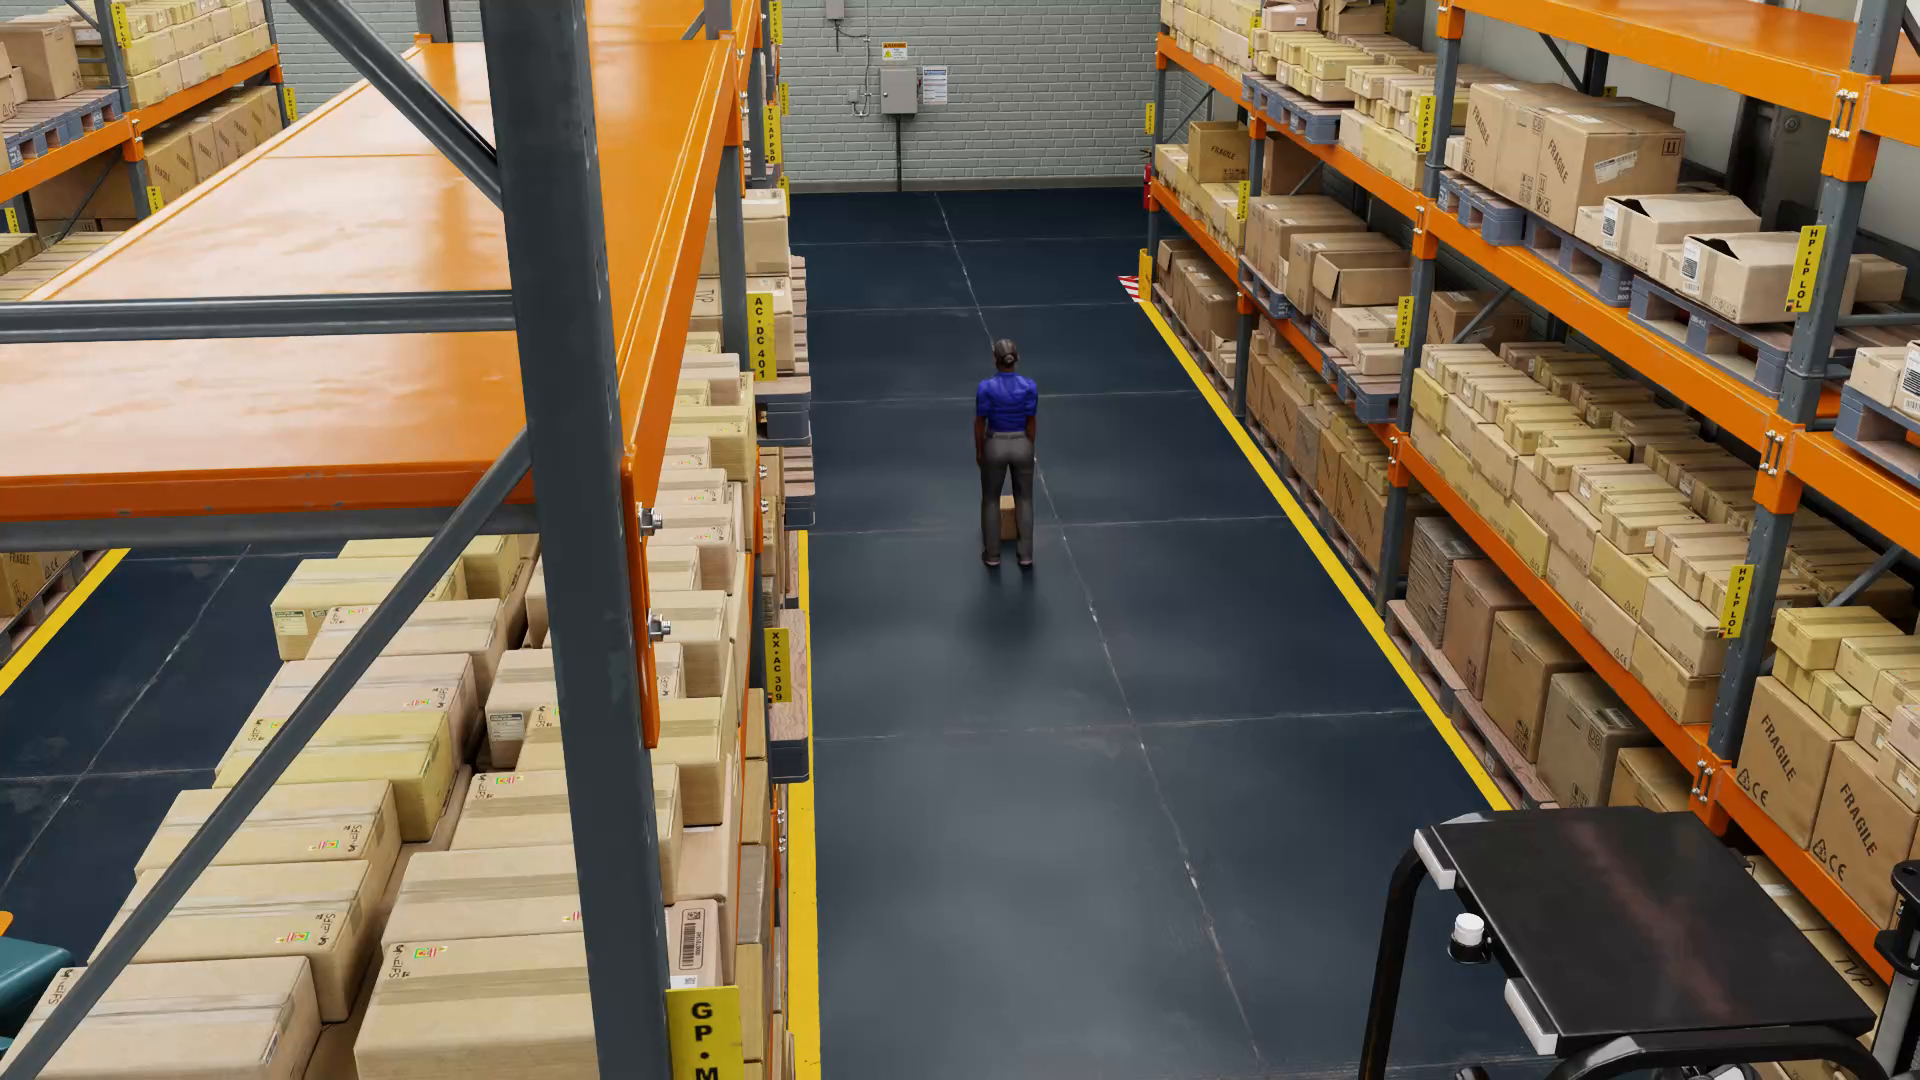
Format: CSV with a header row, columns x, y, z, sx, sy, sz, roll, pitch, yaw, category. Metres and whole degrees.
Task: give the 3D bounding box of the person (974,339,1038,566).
x,y,z,sx,sy,sz,roll,pitch,yaw,category
0.316,-0.606,11.707,0.440,1.658,0.305,-2,24,-4,person
